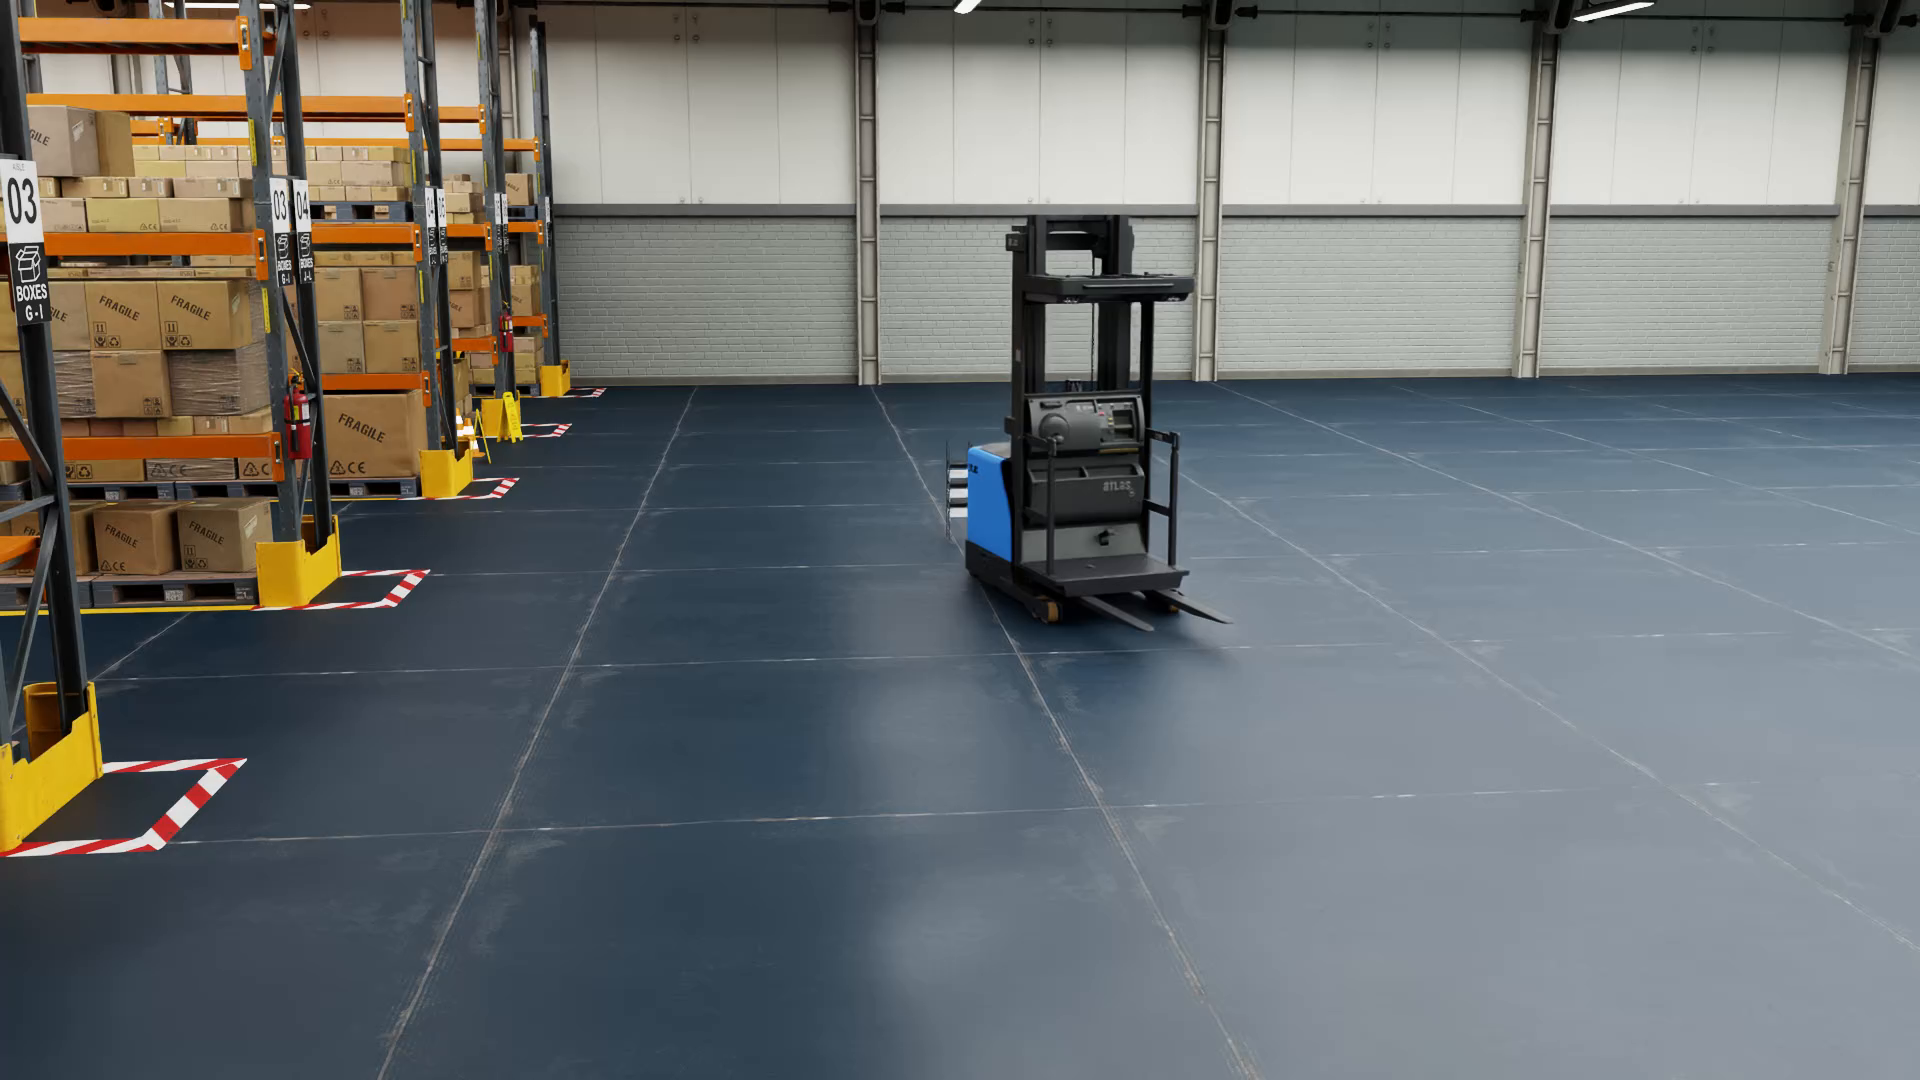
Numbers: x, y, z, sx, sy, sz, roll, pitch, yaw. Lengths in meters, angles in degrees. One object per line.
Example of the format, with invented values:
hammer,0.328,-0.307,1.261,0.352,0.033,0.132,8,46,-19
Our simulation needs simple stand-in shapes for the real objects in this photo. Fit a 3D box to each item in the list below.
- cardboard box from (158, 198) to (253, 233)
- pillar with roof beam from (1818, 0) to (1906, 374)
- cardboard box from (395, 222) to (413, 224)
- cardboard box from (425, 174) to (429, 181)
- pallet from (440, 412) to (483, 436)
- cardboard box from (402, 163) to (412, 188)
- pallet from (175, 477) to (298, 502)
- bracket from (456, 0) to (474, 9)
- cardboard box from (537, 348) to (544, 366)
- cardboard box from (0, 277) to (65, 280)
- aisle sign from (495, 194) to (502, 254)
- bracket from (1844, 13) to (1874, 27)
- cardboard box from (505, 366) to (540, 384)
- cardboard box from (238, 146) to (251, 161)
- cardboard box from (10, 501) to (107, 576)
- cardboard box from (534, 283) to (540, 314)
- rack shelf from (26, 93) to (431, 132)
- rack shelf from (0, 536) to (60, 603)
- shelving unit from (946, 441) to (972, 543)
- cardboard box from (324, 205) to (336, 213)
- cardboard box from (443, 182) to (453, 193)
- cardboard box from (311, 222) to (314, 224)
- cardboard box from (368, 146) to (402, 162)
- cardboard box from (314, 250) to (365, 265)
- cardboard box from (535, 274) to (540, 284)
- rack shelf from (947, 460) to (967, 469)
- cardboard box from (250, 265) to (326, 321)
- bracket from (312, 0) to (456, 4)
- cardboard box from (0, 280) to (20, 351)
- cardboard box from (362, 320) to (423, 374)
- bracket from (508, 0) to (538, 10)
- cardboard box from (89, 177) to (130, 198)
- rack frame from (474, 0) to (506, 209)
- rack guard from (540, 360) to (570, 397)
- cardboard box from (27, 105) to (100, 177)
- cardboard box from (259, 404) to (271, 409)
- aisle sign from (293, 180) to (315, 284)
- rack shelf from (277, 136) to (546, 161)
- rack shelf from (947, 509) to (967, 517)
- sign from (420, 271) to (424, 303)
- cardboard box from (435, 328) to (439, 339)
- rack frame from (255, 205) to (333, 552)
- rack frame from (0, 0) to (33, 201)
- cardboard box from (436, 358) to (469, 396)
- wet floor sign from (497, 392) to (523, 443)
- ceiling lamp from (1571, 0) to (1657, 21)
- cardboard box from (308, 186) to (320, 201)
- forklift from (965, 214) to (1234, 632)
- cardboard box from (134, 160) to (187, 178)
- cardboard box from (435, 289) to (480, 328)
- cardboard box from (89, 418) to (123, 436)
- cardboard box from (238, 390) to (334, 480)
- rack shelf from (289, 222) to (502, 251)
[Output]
cardboard box,-5.604,-2.414,12.367,0.500,0.250,0.500,-1,11,-5
pillar with roof beam,16.772,-6.703,26.020,0.548,9.000,9.100,-1,11,-6
cardboard box,-7.318,-4.260,22.017,0.250,0.149,0.380,-1,11,-6
cardboard box,-8.791,-5.642,26.779,0.637,0.503,0.797,-1,11,-4
pallet,-7.110,-1.595,22.817,1.213,0.211,1.003,-1,11,-6
cardboard box,-6.095,-3.866,17.635,0.500,0.250,0.500,-1,11,-6
pallet,-7.584,-0.603,17.772,1.213,0.211,1.003,-1,11,-6
bracket,-7.926,-8.718,26.938,0.430,0.232,0.235,-1,11,-6
cardboard box,-7.252,-3.059,27.778,0.500,0.250,0.500,-1,11,-5
cardboard box,-7.220,-1.770,12.854,0.500,0.500,0.500,-1,11,-6
aisle sign,-6.130,-4.196,22.081,0.004,0.787,0.394,-1,11,-6
bracket,15.933,-9.218,29.482,0.430,0.232,0.235,-1,11,-6
cardboard box,-7.196,-2.714,27.316,0.500,0.250,0.500,-1,11,-6
cardboard box,-7.150,-3.924,16.896,0.250,0.149,0.380,-1,11,-7
cardboard box,-6.990,-0.016,12.947,0.500,0.500,0.500,0,11,-1
cardboard box,-7.285,-4.019,27.658,0.500,0.500,0.500,-1,11,-4
rack shelf,-7.576,-4.381,17.107,4.000,0.370,1.077,-1,11,-6
rack shelf,-6.606,0.270,7.967,4.000,0.370,1.077,-1,11,-6
shelving unit,-0.008,-0.441,15.162,0.210,0.900,0.258,-1,11,-6
cardboard box,-8.220,-4.424,21.819,0.500,0.250,0.500,-1,11,-6
cardboard box,-6.788,-4.653,21.952,0.250,0.149,0.380,-1,11,-5
cardboard box,-8.572,-4.210,21.763,0.250,0.149,0.380,-1,11,-7
cardboard box,-5.886,-3.951,17.031,0.250,0.149,0.380,-1,11,-6
cardboard box,-8.218,-3.585,22.088,0.500,0.500,0.700,-1,11,-6
cardboard box,-7.128,-4.337,27.594,0.250,0.149,0.380,-1,11,-8
rack shelf,-0.008,-0.674,15.117,0.200,0.077,0.258,-1,11,-6
cardboard box,-7.069,-2.616,17.594,0.550,0.550,0.875,-1,11,-6
bracket,-10.488,-8.665,26.665,4.783,0.066,0.076,-1,11,-6
cardboard box,-7.164,-1.671,12.352,0.500,0.500,0.500,-1,11,-6
cardboard box,-5.952,-2.085,17.692,0.550,0.550,0.875,-1,11,-6
bracket,-7.101,-8.736,27.026,0.430,0.232,0.235,-1,11,-6
cardboard box,-6.173,-2.583,12.195,0.250,0.149,0.380,-1,11,-6
rack frame,-6.223,-5.919,22.029,0.127,3.000,1.000,-1,11,-6
rack guard,-6.739,-2.701,27.693,0.348,0.500,1.175,-1,11,-6
cardboard box,-6.666,-2.906,12.154,0.500,0.500,0.500,-1,11,-6
cardboard box,-5.462,-0.991,13.167,0.250,0.149,0.380,-1,11,-6
aisle sign,-5.123,-2.409,12.989,0.004,0.787,0.394,-1,11,-6
rack shelf,-8.751,-6.280,26.767,4.000,0.370,1.077,-1,11,-6
rack shelf,-0.008,-0.232,15.203,0.200,0.077,0.258,-1,11,-6
sign,-5.543,-2.608,17.124,0.005,0.325,0.100,-1,11,-6
cardboard box,-7.069,-2.775,22.242,0.250,0.149,0.380,-1,11,-7
rack frame,-5.153,-1.075,12.941,0.127,3.000,1.000,-1,11,-6
rack frame,-4.618,-3.069,7.530,0.127,3.000,1.000,-1,11,-6
cardboard box,-7.078,-2.236,22.941,0.500,0.500,0.500,-2,11,-8
wet floor sign,-5.918,-1.619,21.811,0.232,0.644,0.267,3,11,14
ceiling lamp,9.887,-9.337,24.284,0.800,3.185,2.000,-1,11,-6
cardboard box,-6.639,-3.544,17.029,0.250,0.149,0.380,-1,11,-6
forklift,1.026,-0.914,12.300,1.130,2.935,3.031,-4,12,-20
cardboard box,-8.045,-3.722,16.900,0.500,0.250,0.500,-1,11,-7
cardboard box,-6.733,-3.106,22.243,0.500,0.500,0.500,-1,11,-7
cardboard box,-6.408,-0.886,12.633,0.250,0.149,0.380,-1,11,-6
cardboard box,-7.129,-1.146,17.723,0.875,0.875,0.875,-1,11,-7
rack shelf,-8.211,-4.052,22.176,4.000,0.370,1.077,-1,11,-6
